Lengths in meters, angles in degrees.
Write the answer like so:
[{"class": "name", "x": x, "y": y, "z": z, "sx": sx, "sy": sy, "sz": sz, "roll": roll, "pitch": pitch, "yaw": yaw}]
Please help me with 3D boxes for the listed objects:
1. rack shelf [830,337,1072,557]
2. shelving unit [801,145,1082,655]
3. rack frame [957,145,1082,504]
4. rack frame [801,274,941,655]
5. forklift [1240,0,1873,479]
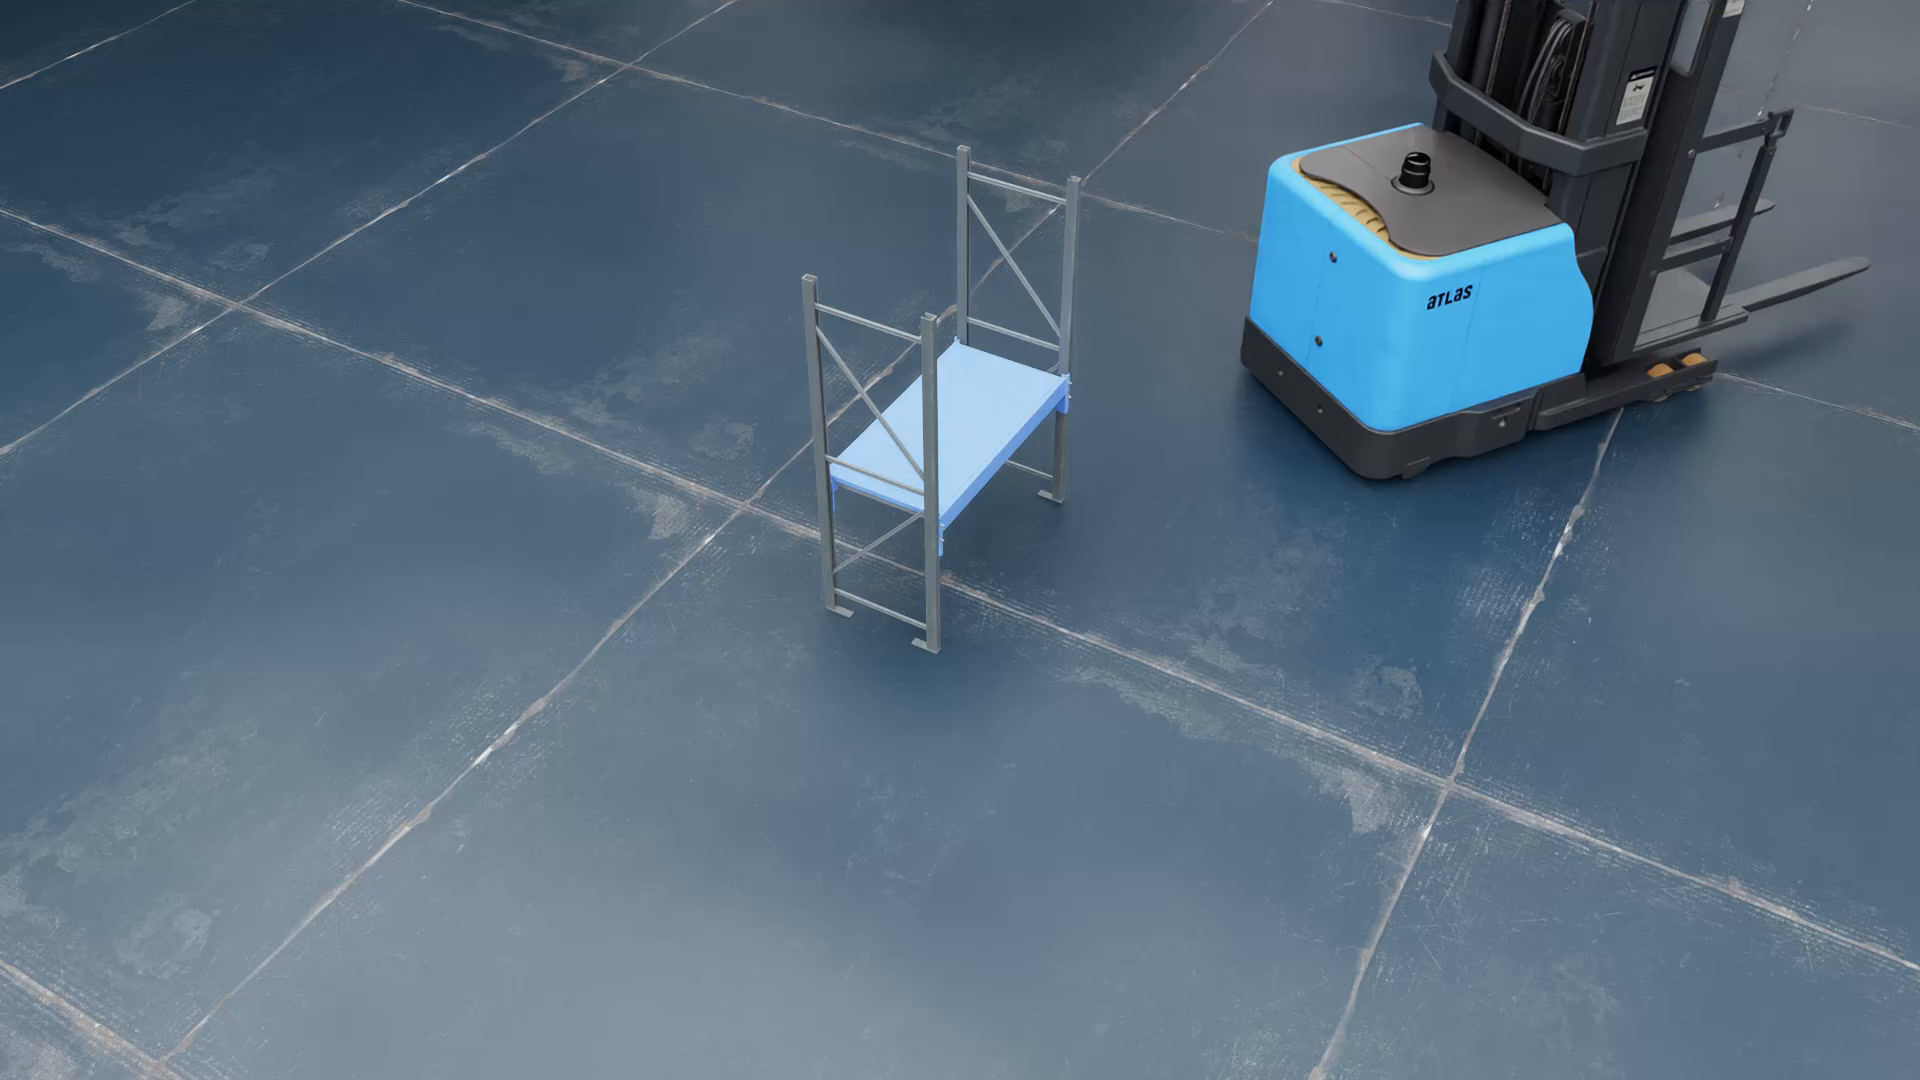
[{"class": "rack shelf", "x": -0.043, "y": -0.379, "z": 6.318, "sx": 0.538, "sy": 0.185, "sz": 1.000, "roll": 21, "pitch": 45, "yaw": 22}, {"class": "shelving unit", "x": -0.043, "y": -0.514, "z": 6.199, "sx": 0.538, "sy": 1.500, "sz": 1.048, "roll": 21, "pitch": 45, "yaw": 22}, {"class": "rack frame", "x": 0.212, "y": -0.805, "z": 6.529, "sx": 0.500, "sy": 1.500, "sz": 0.032, "roll": 21, "pitch": 45, "yaw": 22}, {"class": "rack frame", "x": -0.297, "y": -0.223, "z": 5.869, "sx": 0.500, "sy": 1.500, "sz": 0.032, "roll": 21, "pitch": 45, "yaw": 22}, {"class": "forklift", "x": 2.833, "y": -2.018, "z": 6.824, "sx": 3.031, "sy": 2.935, "sz": 1.130, "roll": -17, "pitch": 44, "yaw": -19}]
